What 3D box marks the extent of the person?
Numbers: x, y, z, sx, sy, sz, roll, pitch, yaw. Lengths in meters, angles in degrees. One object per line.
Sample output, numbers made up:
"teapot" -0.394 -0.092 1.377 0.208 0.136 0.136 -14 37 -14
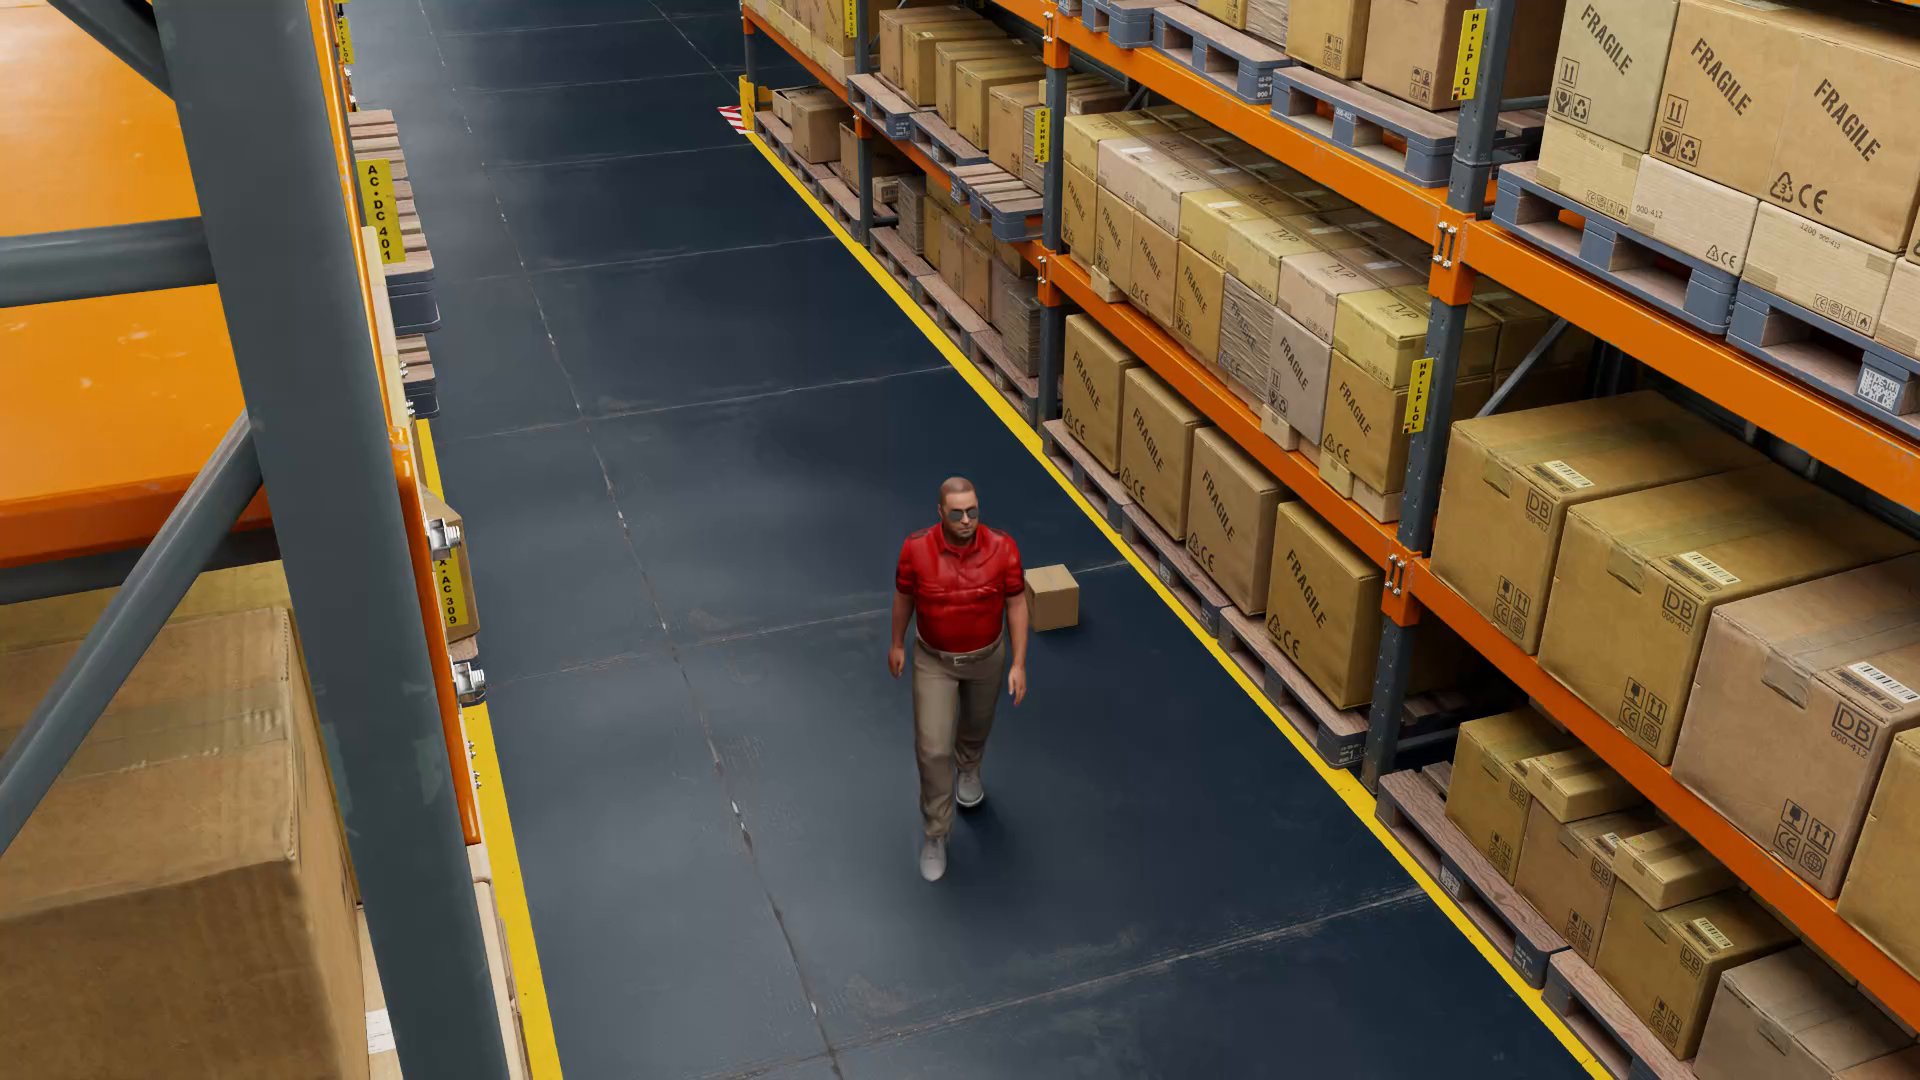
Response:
"person" 0.002 0.567 7.187 0.586 1.781 0.733 -5 30 -8
